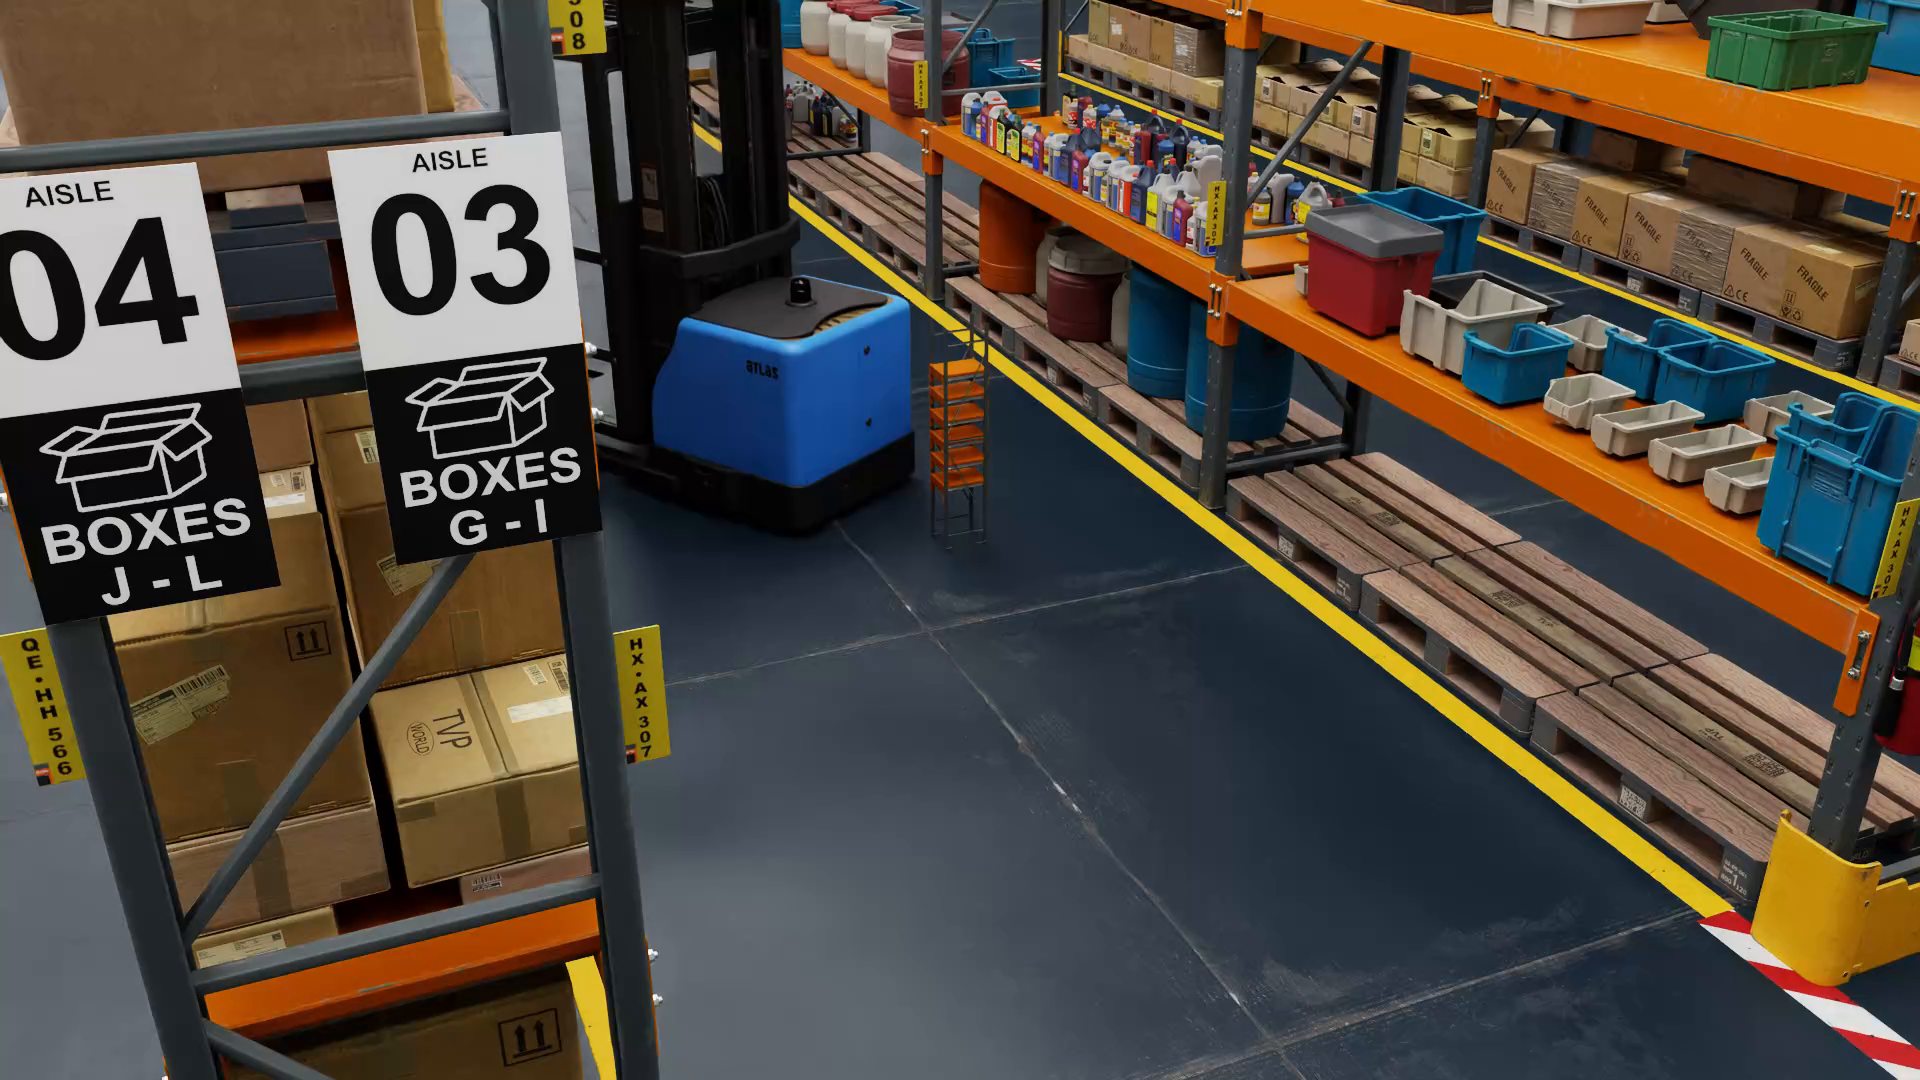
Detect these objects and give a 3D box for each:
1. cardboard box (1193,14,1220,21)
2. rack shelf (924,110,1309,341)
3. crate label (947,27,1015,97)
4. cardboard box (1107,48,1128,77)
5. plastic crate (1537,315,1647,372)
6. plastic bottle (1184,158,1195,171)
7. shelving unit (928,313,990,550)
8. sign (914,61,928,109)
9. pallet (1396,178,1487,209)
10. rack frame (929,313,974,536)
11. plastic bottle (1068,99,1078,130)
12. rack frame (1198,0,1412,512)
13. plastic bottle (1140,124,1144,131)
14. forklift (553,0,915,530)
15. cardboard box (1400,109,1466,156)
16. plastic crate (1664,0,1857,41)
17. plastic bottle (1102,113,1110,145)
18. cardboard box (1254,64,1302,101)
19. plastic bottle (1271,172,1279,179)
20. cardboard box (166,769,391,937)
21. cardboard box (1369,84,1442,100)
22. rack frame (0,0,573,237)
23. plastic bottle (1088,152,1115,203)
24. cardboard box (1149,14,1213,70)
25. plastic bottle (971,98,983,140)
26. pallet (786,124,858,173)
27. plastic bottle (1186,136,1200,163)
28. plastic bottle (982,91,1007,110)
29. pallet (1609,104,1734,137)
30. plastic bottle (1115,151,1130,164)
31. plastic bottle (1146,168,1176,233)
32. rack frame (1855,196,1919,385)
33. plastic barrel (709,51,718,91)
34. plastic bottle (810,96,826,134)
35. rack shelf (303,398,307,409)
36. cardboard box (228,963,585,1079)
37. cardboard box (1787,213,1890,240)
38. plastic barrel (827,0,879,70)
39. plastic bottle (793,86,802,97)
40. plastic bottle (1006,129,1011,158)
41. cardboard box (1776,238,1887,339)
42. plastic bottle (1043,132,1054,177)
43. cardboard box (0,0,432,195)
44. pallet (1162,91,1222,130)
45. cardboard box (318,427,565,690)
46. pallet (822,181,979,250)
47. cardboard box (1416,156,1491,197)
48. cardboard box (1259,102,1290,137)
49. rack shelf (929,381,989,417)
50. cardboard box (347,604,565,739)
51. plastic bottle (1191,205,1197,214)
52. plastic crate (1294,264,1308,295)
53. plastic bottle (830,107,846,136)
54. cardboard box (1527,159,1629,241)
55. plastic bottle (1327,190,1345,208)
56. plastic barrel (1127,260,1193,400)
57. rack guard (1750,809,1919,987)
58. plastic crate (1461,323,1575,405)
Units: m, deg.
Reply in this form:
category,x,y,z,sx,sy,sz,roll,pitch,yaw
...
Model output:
category,x,y,z,sx,sy,sz,roll,pitch,yaw
cardboard box,2.936,-5.628,18.658,0.500,0.500,0.500,-11,28,-21
rack shelf,1.012,-2.098,10.448,1.077,0.370,4.000,-11,28,-21
crate label,0.089,-3.692,12.853,0.502,0.435,0.616,-11,28,-21
cardboard box,2.055,-5.603,19.462,0.500,0.250,0.500,-11,28,-21
plastic crate,2.754,-0.871,7.347,0.293,0.136,0.466,-11,28,-21
plastic bottle,1.404,-2.215,10.095,0.097,0.201,0.097,0,26,0
shelving unit,-0.006,-0.545,8.499,0.258,1.200,0.189,-11,28,-21
sign,-0.275,-3.205,11.709,0.100,0.325,0.005,-11,28,-21
pallet,4.501,-3.164,14.990,1.003,0.211,1.213,-11,28,-21
rack frame,-0.042,-0.582,8.574,0.240,1.200,0.006,-11,28,-21
plastic bottle,0.808,-3.000,11.701,0.097,0.201,0.097,0,26,0
rack frame,1.795,-1.614,8.636,1.000,3.000,0.127,-11,28,-21
plastic bottle,1.227,-2.625,10.840,0.061,0.283,0.133,-11,28,-21
forklift,-1.750,-1.863,9.224,3.031,2.935,1.130,17,31,31
cardboard box,4.147,-3.661,14.846,0.500,0.311,0.500,-11,28,-21
plastic crate,3.016,-1.983,6.044,0.504,0.338,0.767,-11,28,-21
plastic bottle,1.013,-2.789,11.269,0.097,0.201,0.097,0,26,0
cardboard box,3.154,-4.688,16.950,0.500,0.311,0.500,-10,28,-20
plastic bottle,1.801,-2.008,9.589,0.097,0.271,0.097,0,26,0
cardboard box,-1.630,0.636,3.861,0.500,0.250,0.500,-11,28,-21
cardboard box,4.240,-4.170,15.887,0.500,0.311,0.500,-11,28,-21
rack frame,-1.196,-1.844,2.270,1.000,3.000,0.127,-11,28,-21
plastic bottle,0.859,-2.161,9.898,0.152,0.276,0.135,-11,28,-21
cardboard box,2.454,-5.538,18.474,0.500,0.500,0.500,-11,28,-21
plastic bottle,0.121,-2.889,11.395,0.097,0.271,0.097,0,26,0
pallet,-1.562,-3.869,16.433,1.003,0.211,1.213,-11,28,-21
plastic bottle,1.453,-2.367,10.325,0.097,0.271,0.097,0,26,0
plastic bottle,0.241,-2.969,11.553,0.152,0.276,0.135,-11,28,-21
pallet,5.554,-3.208,12.120,1.003,0.211,1.213,-11,28,-21
plastic bottle,0.967,-2.187,9.958,0.097,0.271,0.097,0,26,0
plastic bottle,1.134,-1.906,9.292,0.144,0.351,0.185,-11,28,-21
rack frame,6.354,-2.463,10.376,1.000,3.000,0.127,-11,28,-21
plastic barrel,-2.576,-5.276,18.495,0.421,0.512,0.421,0,26,0
plastic bottle,-1.405,-4.223,16.498,0.144,0.351,0.185,-11,28,-21
rack shelf,-3.545,-1.247,8.705,1.077,0.370,4.000,-11,28,-21
cardboard box,-1.520,1.373,4.461,0.875,0.875,0.875,-11,28,-21
cardboard box,6.170,-1.988,11.751,0.500,0.500,0.500,-10,28,-20
plastic barrel,-0.878,-4.184,13.746,0.433,0.535,0.433,0,26,0
plastic bottle,-1.654,-4.603,17.362,0.152,0.276,0.135,-11,28,-22
plastic bottle,0.354,-2.617,10.917,0.097,0.201,0.097,0,26,0
cardboard box,5.897,-1.688,11.136,0.500,0.500,0.500,-11,28,-21
plastic bottle,0.573,-2.423,10.440,0.097,0.271,0.097,0,26,0
cardboard box,-1.449,-0.975,3.203,0.700,0.500,0.500,-12,29,-24
pallet,2.949,-4.768,18.275,1.003,0.211,1.213,-11,28,-21
cardboard box,-1.331,0.007,4.294,0.500,0.500,0.500,-11,28,-22
pallet,-0.513,-2.787,14.217,1.003,0.211,1.213,-11,28,-21
cardboard box,4.357,-3.202,14.544,0.500,0.250,0.500,-10,28,-19
cardboard box,3.350,-4.234,16.658,0.500,0.250,0.500,-10,28,-19
rack shelf,-0.006,-0.721,8.413,0.258,0.103,0.180,-11,28,-21
cardboard box,-1.345,0.337,4.473,0.500,0.250,0.500,-11,28,-21
plastic bottle,1.277,-1.734,9.110,0.097,0.201,0.097,0,26,0
plastic crate,1.846,-1.310,8.246,0.396,0.136,0.243,-11,28,-21
plastic bottle,-1.211,-4.147,16.428,0.152,0.276,0.135,-10,28,-19
cardboard box,4.913,-2.709,13.228,0.500,0.500,0.500,-12,28,-22
plastic bottle,2.044,-1.783,9.115,0.061,0.283,0.133,-11,28,-21
plastic barrel,1.321,-1.368,10.046,0.600,0.901,0.708,-11,28,-21
rack guard,3.383,1.132,5.862,1.175,0.500,0.348,-11,28,-21
plastic crate,2.322,-0.736,6.960,0.416,0.233,0.300,-11,28,-21
